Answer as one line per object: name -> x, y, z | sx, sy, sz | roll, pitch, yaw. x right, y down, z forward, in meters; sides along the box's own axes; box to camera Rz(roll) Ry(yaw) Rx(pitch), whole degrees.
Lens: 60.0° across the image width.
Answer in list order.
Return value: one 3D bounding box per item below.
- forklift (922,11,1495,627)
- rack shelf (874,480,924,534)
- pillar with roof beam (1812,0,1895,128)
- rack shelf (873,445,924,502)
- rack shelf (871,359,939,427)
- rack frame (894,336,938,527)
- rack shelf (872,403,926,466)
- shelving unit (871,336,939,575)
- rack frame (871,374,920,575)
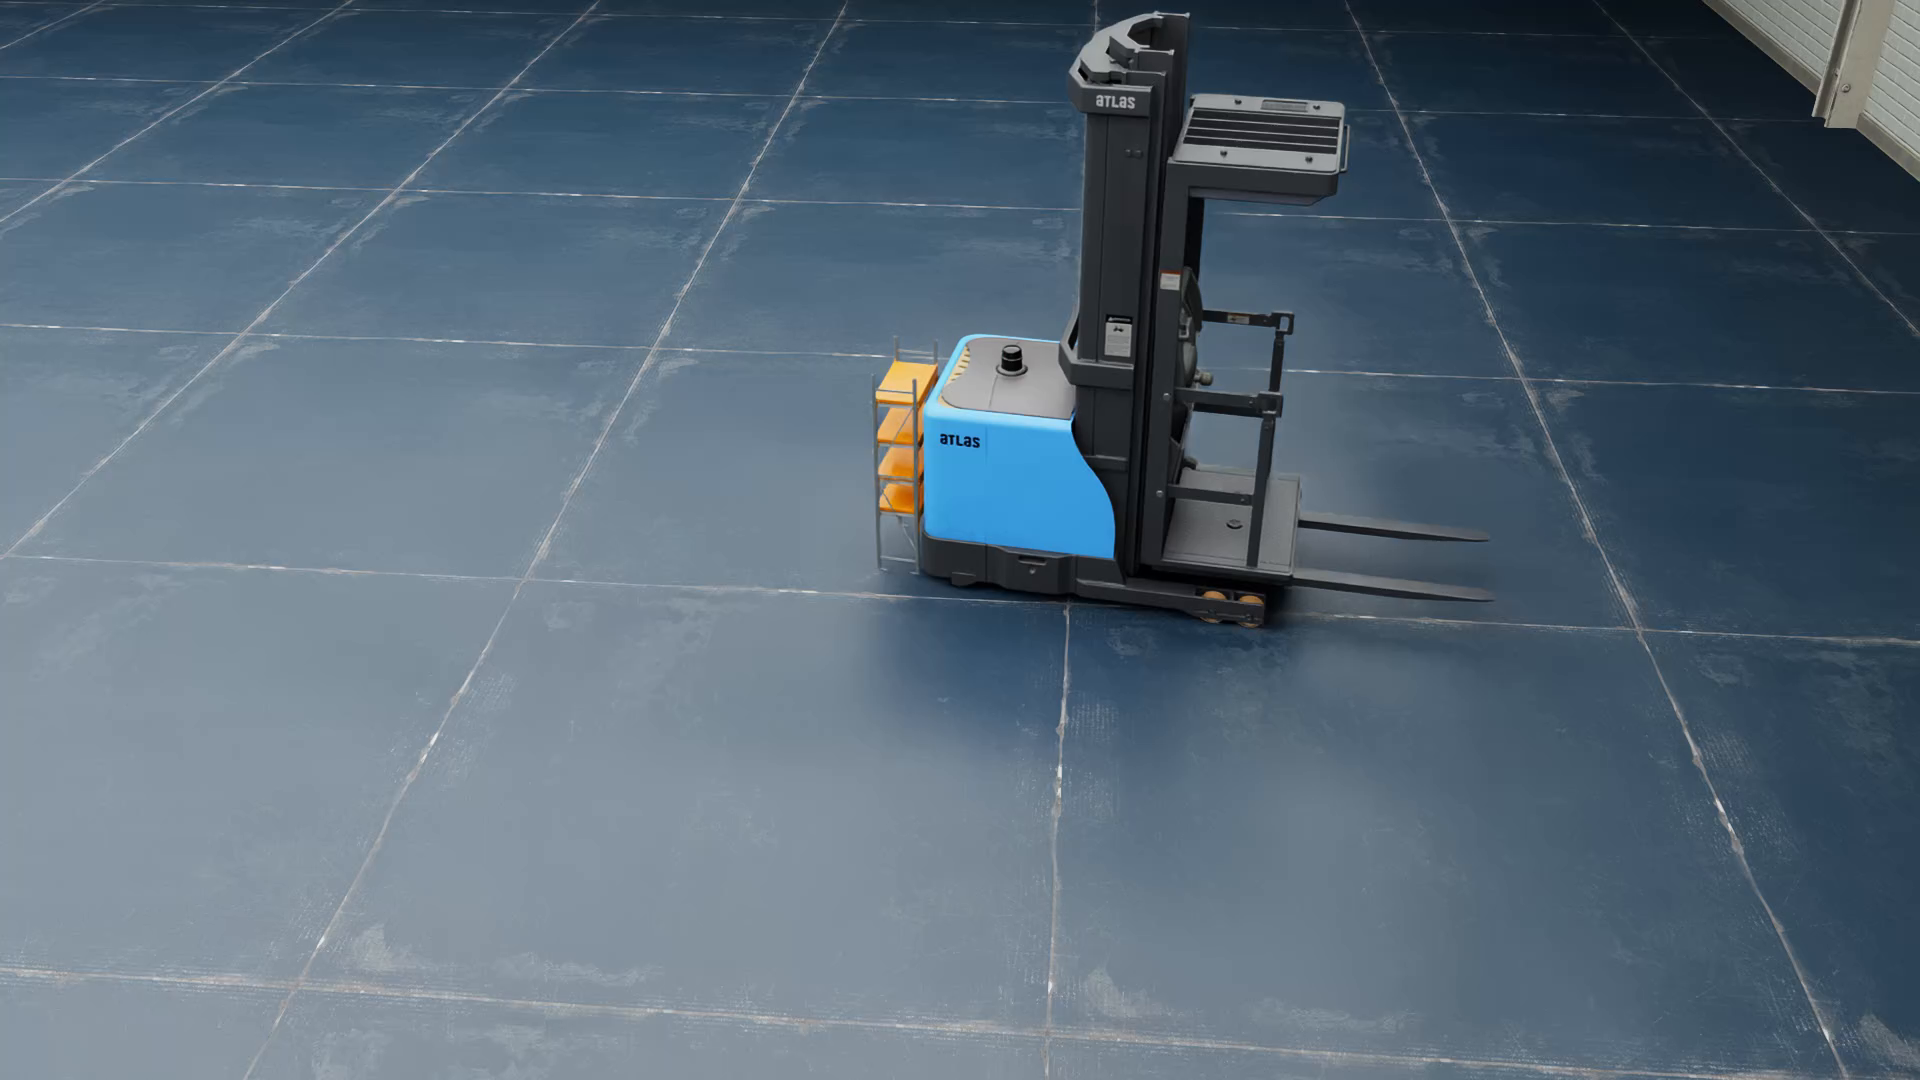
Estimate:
forklift -> 1.366, -1.093, 8.510 | 3.031, 2.935, 1.130 | 7, 32, 11
rack shelf -> -0.291, -0.233, 9.271 | 0.258, 0.148, 0.480 | 6, 32, 10
pillar with roof beam -> 4.187, -8.069, 14.046 | 9.100, 9.000, 0.400 | 2, 32, 4
rack shelf -> -0.291, -0.402, 9.167 | 0.258, 0.148, 0.480 | 6, 32, 10
rack shelf -> -0.291, -0.793, 8.925 | 0.258, 0.148, 0.480 | 6, 32, 10
rack frame -> -0.239, -0.584, 9.334 | 0.240, 1.200, 0.015 | 6, 32, 10
rack shelf -> -0.291, -0.592, 9.049 | 0.258, 0.148, 0.480 | 6, 32, 10
shelving unit -> -0.291, -0.459, 9.131 | 0.258, 1.200, 0.503 | 6, 32, 10
rack frame -> -0.342, -0.334, 8.928 | 0.240, 1.200, 0.015 | 6, 32, 10
